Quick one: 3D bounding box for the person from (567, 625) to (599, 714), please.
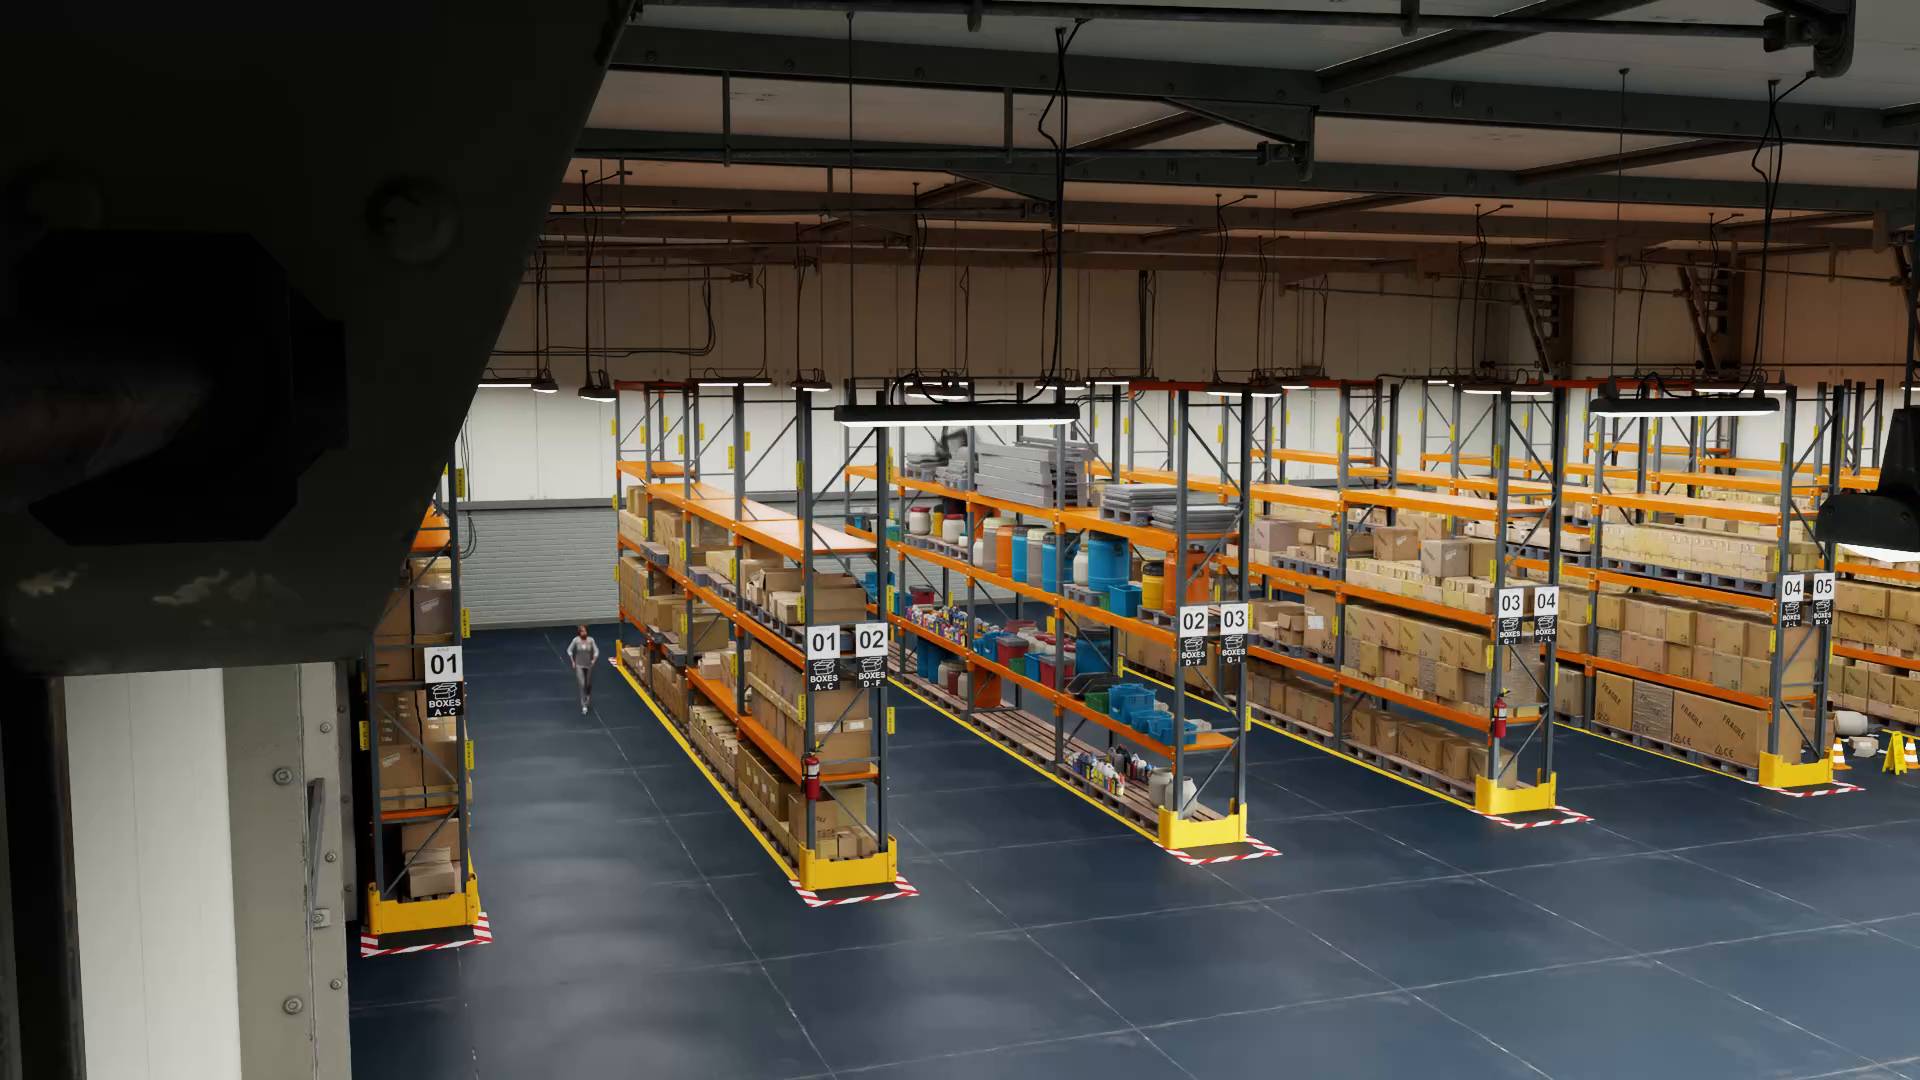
[{"bbox_3d":[-6.892,2.334,30.447,0.558,1.604,0.800,-2,6,-16],"label":"person"}]

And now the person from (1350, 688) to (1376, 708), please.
[{"bbox_3d":[7.490,2.346,30.528,0.605,1.497,1.035,-2,6,-17],"label":"person"}]
